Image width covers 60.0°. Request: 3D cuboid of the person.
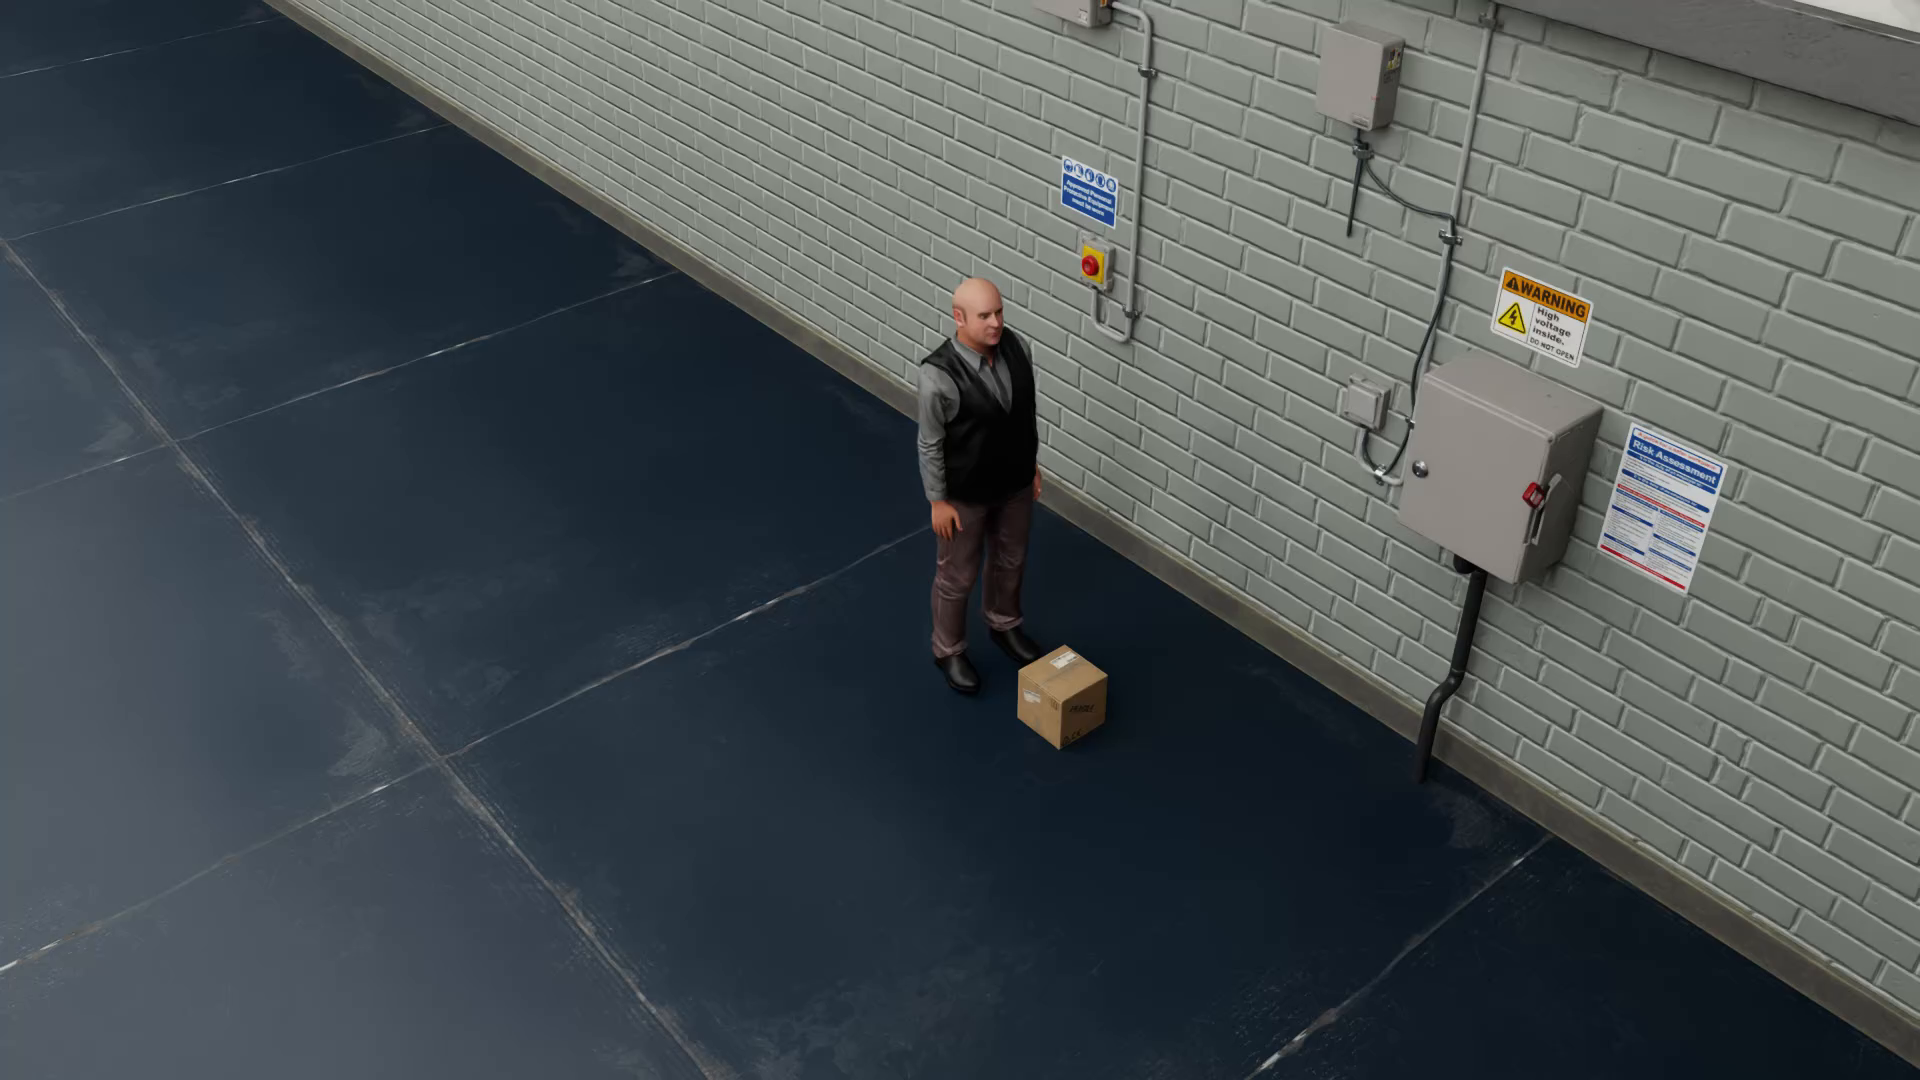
[{"bbox_3d":[0.091,-0.208,6.420,0.548,1.722,0.374,-26,43,-32],"label":"person"}]
